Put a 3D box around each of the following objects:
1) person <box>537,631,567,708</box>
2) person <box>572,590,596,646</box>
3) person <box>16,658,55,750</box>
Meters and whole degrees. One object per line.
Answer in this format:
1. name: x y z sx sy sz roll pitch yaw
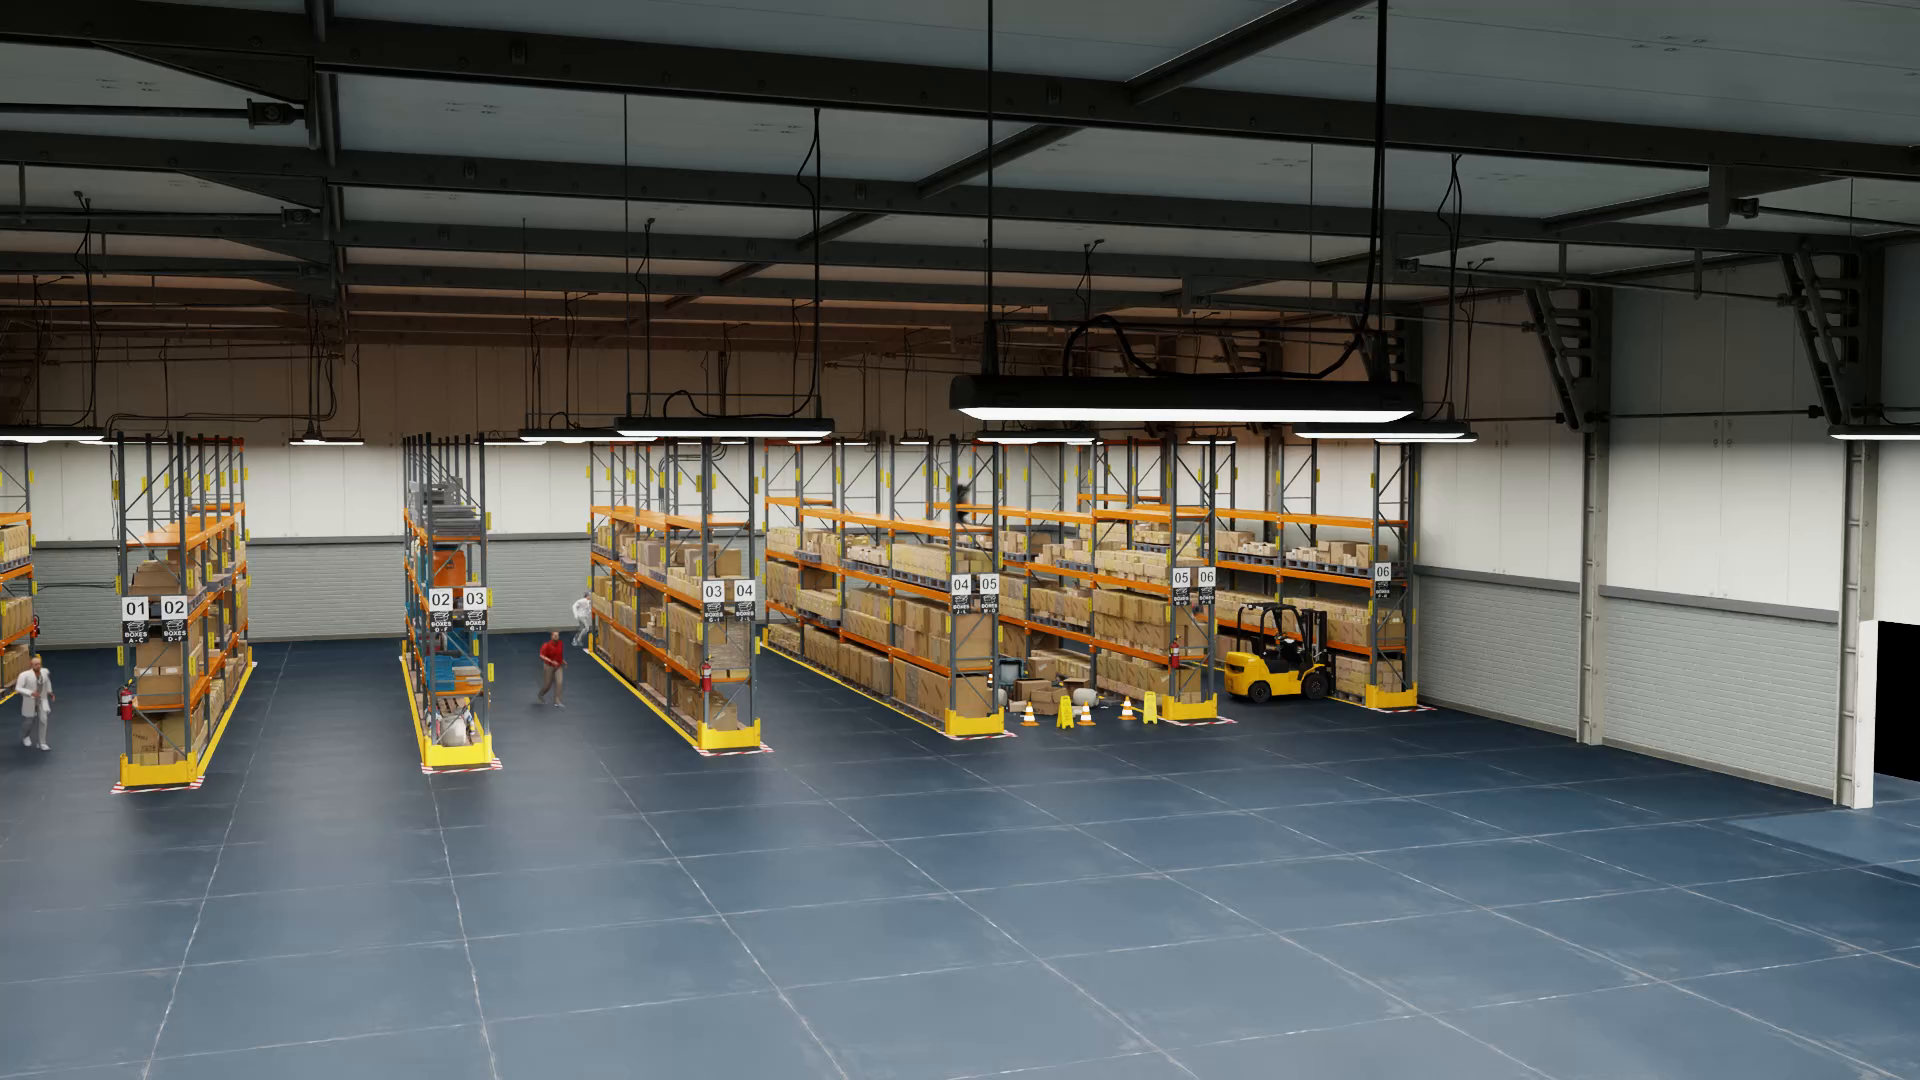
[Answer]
1. person: -9.072 2.845 36.843 0.651 1.697 0.908 -3 4 -43
2. person: -10.869 2.265 48.153 0.676 1.612 0.636 1 3 20
3. person: -17.633 3.095 31.622 1.007 1.749 0.690 3 4 43
